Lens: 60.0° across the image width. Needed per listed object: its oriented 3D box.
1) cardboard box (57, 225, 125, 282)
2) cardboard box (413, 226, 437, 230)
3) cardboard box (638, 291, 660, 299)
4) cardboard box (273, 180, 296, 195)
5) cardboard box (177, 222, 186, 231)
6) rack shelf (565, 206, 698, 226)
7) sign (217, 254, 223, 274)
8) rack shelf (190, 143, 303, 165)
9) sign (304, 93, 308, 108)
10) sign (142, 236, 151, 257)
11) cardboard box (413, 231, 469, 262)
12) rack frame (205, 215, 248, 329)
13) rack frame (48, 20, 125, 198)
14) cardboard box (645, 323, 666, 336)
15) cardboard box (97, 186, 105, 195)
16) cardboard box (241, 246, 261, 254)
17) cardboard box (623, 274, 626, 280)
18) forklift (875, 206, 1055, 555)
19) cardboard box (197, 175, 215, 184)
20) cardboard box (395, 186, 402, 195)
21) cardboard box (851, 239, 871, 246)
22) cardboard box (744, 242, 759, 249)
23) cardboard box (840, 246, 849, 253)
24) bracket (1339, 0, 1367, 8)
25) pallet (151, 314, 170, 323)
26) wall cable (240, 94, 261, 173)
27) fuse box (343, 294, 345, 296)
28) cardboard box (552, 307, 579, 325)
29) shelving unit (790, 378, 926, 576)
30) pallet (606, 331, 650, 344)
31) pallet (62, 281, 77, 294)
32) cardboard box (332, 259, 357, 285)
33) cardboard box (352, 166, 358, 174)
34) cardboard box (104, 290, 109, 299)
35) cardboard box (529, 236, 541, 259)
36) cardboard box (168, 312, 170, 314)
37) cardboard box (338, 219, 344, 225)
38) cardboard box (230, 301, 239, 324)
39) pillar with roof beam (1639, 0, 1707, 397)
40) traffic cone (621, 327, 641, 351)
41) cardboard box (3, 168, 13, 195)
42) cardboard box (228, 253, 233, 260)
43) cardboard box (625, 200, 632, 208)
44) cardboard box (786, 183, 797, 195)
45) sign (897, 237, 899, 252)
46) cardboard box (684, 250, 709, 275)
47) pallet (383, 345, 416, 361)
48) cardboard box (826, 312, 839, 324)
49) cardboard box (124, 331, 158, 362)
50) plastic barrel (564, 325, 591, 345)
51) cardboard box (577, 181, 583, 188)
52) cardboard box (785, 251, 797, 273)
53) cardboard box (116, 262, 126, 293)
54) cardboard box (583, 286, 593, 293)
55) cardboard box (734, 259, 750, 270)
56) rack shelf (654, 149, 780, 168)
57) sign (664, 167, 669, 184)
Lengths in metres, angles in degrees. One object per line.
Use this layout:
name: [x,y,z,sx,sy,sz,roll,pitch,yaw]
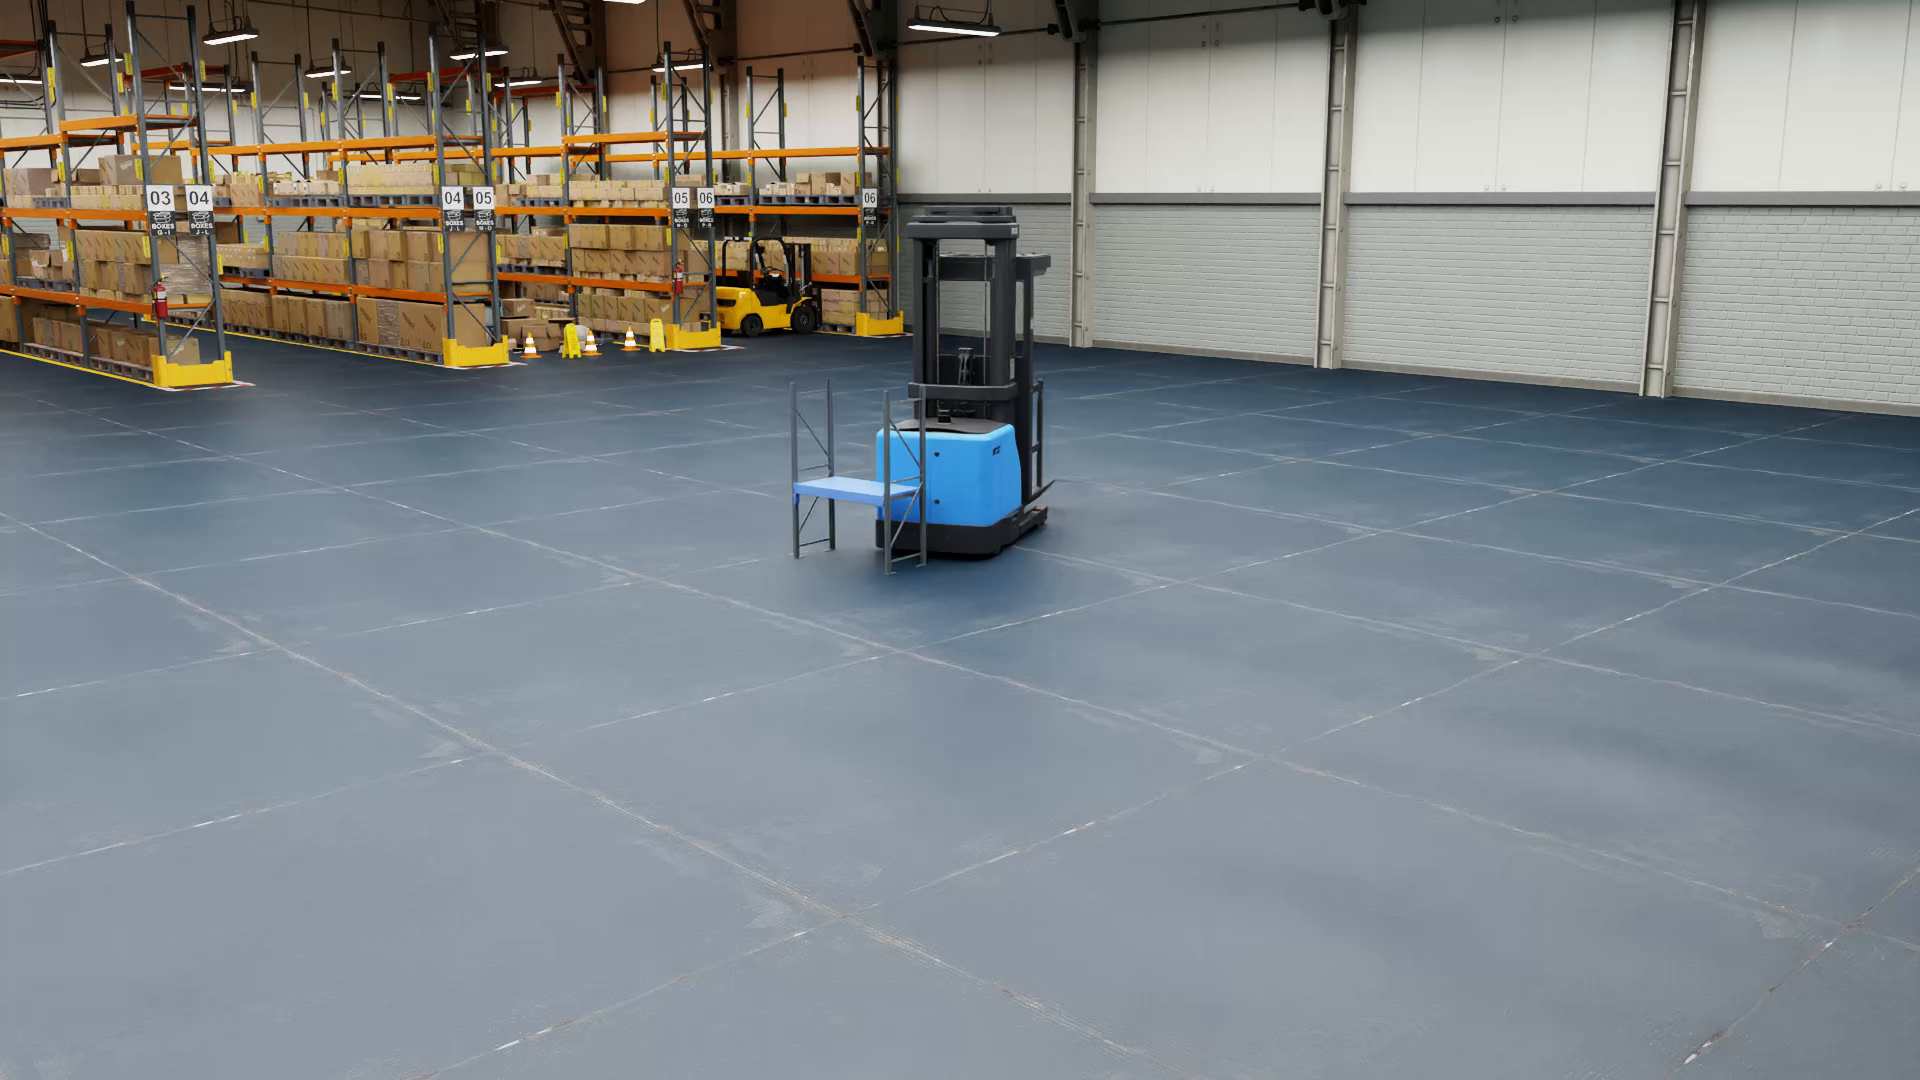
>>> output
cardboard box: [-15.781,-5.252,30.443,1.000,1.000,1.000,-11,16,-42]
cardboard box: [-13.224,-7.530,41.299,0.500,0.500,0.500,-11,16,-43]
cardboard box: [-6.448,-5.083,34.457,0.380,0.149,0.250,-10,15,-41]
cardboard box: [-14.098,-7.421,34.997,0.500,0.311,0.500,-11,16,-42]
cardboard box: [-18.082,-7.251,39.210,0.500,0.500,0.500,11,16,43]
rack shelf: [-6.785,-6.823,34.944,1.077,0.370,4.000,-11,16,-43]
sign: [-12.179,-4.533,27.335,0.100,0.325,0.005,-11,16,-43]
rack shelf: [-15.820,-8.559,36.929,1.077,0.370,4.000,-11,16,-43]
sign: [-14.040,-9.429,35.667,0.100,0.325,0.005,-11,16,-43]
sign: [-12.987,-4.681,26.545,0.100,0.325,0.005,-11,16,-43]
cardboard box: [-9.589,-5.439,30.830,0.875,0.550,0.550,-11,16,-43]
rack frame: [-17.201,-6.461,38.838,1.000,3.000,0.127,-11,16,-43]
rack frame: [-15.334,-7.555,29.283,1.000,3.000,0.127,-11,16,-43]
cardboard box: [-6.173,-4.357,34.400,0.500,0.250,0.500,-11,16,-43]
cardboard box: [-14.404,-5.933,28.223,0.380,0.149,0.250,-11,16,-44]
cardboard box: [-15.462,-6.334,36.330,0.380,0.149,0.250,-10,15,-41]
cardboard box: [-6.858,-5.542,34.999,0.380,0.149,0.250,-11,16,-43]
forklift: [0.193,-1.562,15.231,1.130,2.935,3.031,4,12,17]
cardboard box: [-17.019,-8.114,38.141,0.700,0.500,0.500,-11,16,-42]
cardboard box: [-10.266,-6.497,30.915,0.380,0.149,0.250,-11,16,-42]
cardboard box: [-2.216,-6.642,37.123,0.380,0.149,0.250,-11,16,-42]
cardboard box: [-4.975,-7.076,39.967,0.380,0.149,0.250,-10,15,-41]
cardboard box: [-2.456,-6.518,37.259,0.380,0.149,0.250,-11,16,-42]
bracket: [6.671,-9.174,28.217,0.235,0.232,0.430,-11,16,-43]
pallet: [-19.376,-5.545,41.300,1.003,0.211,1.213,-11,16,-43]
wall cable: [-20.585,-11.479,48.325,0.463,3.000,0.029,-11,16,-43]
fuse box: [-18.744,-8.209,50.518,0.539,1.711,0.414,-11,16,-43]
cardboard box: [-8.530,-4.993,37.184,0.950,0.372,0.625,-11,16,-42]
shelving unit: [-0.849,-0.550,13.863,1.048,1.500,0.538,9,15,37]
pallet: [-6.830,-4.361,35.556,1.003,0.211,1.213,-11,16,-43]
pallet: [-15.756,-4.655,30.547,1.003,0.211,1.213,-11,16,-43]
cardboard box: [-12.230,-5.381,33.350,0.500,0.500,0.500,-11,16,-43]
cardboard box: [-11.494,-7.147,32.093,0.380,0.149,0.250,-11,16,-43]
cardboard box: [-14.522,-4.242,28.689,0.380,0.149,0.250,-11,16,-43]
cardboard box: [-9.347,-6.582,37.401,0.500,0.500,0.500,-10,15,-41]
cardboard box: [-19.319,-5.618,40.773,0.380,0.149,0.250,-11,16,-42]
cardboard box: [-16.408,-8.515,44.477,0.380,0.149,0.250,-10,16,-41]
cardboard box: [-16.145,-5.146,37.610,0.500,0.500,0.500,-11,16,-42]
pillar with roof beam: [7.672,-6.045,21.953,9.100,9.000,0.400,-11,16,-43]
traffic cone: [-6.634,-4.055,33.446,0.336,0.463,0.334,-11,16,-43]
cardboard box: [-17.957,-6.859,31.852,0.500,0.500,0.500,-11,16,-42]
cardboard box: [-16.002,-6.302,36.912,0.380,0.149,0.250,-10,16,-41]
cardboard box: [-6.717,-6.964,34.470,0.250,0.149,0.380,11,16,44]
cardboard box: [-3.773,-8.089,38.353,0.258,0.266,0.396,11,16,44]
sign: [-1.411,-6.646,37.393,0.100,0.325,0.005,-11,16,-43]
cardboard box: [-5.530,-5.717,34.241,0.500,0.500,0.500,-11,16,-43]
pallet: [-10.361,-3.628,31.997,1.003,0.211,1.213,-11,16,-43]
cardboard box: [-2.706,-5.064,37.831,0.500,0.250,0.500,-11,16,-43]
cardboard box: [-14.200,-3.372,29.000,0.500,0.500,0.500,10,15,40]
plastic barrel: [-7.925,-4.243,34.457,0.512,0.421,0.421,-1,12,-4]
cardboard box: [-7.984,-7.609,35.625,0.380,0.149,0.250,-10,15,-41]
cardboard box: [-3.739,-6.491,38.734,0.500,0.500,0.500,-11,16,-43]
cardboard box: [-13.677,-4.447,28.079,0.875,0.500,0.500,-11,16,-43]
cardboard box: [-9.932,-6.737,45.333,0.500,0.500,0.500,-10,15,-40]
cardboard box: [-5.116,-6.654,40.146,0.500,0.250,0.500,-10,16,-41]
rack shelf: [-5.960,-9.372,40.875,1.077,0.370,4.000,-11,16,-43]
sign: [-5.819,-7.243,33.004,0.100,0.325,0.005,-11,16,-43]
